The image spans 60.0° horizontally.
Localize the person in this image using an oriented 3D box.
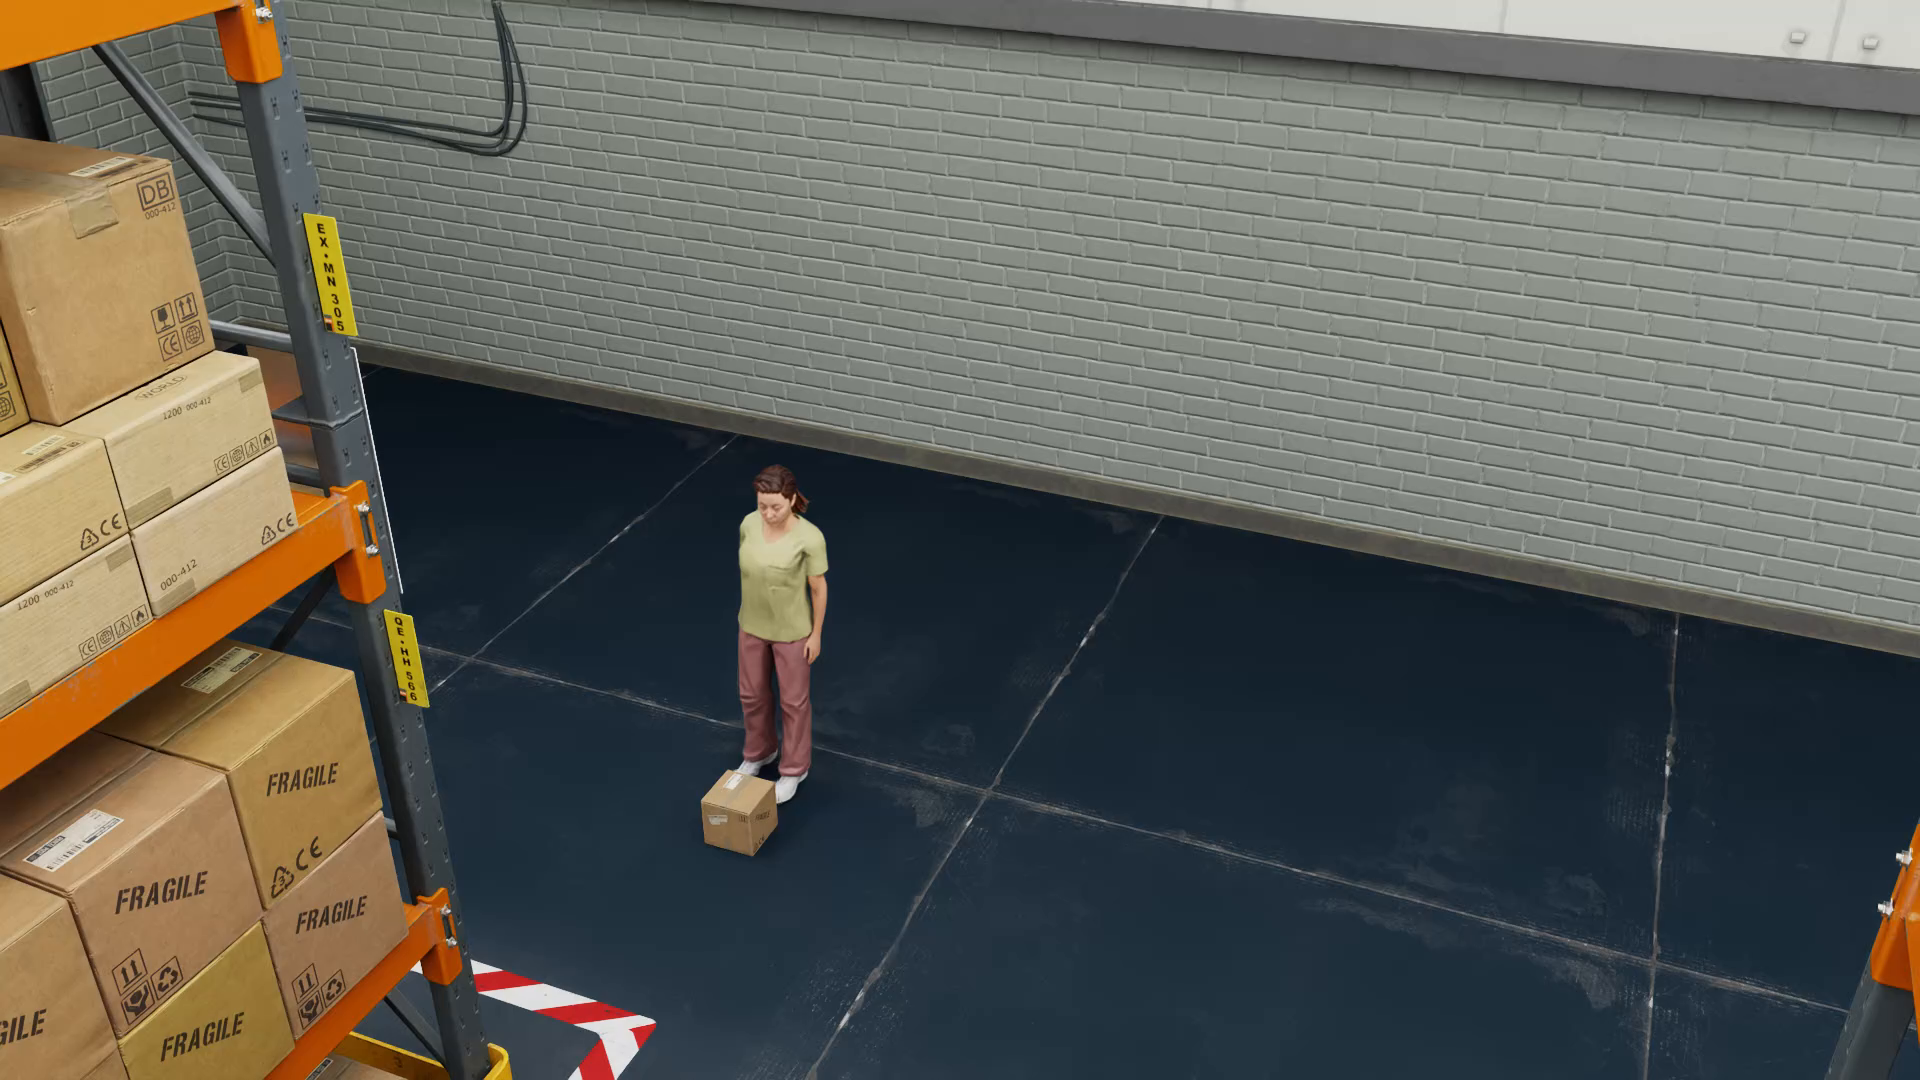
[{"bbox_3d":[-0.847,0.438,7.644,0.478,1.709,0.433,11,32,19],"label":"person"}]
